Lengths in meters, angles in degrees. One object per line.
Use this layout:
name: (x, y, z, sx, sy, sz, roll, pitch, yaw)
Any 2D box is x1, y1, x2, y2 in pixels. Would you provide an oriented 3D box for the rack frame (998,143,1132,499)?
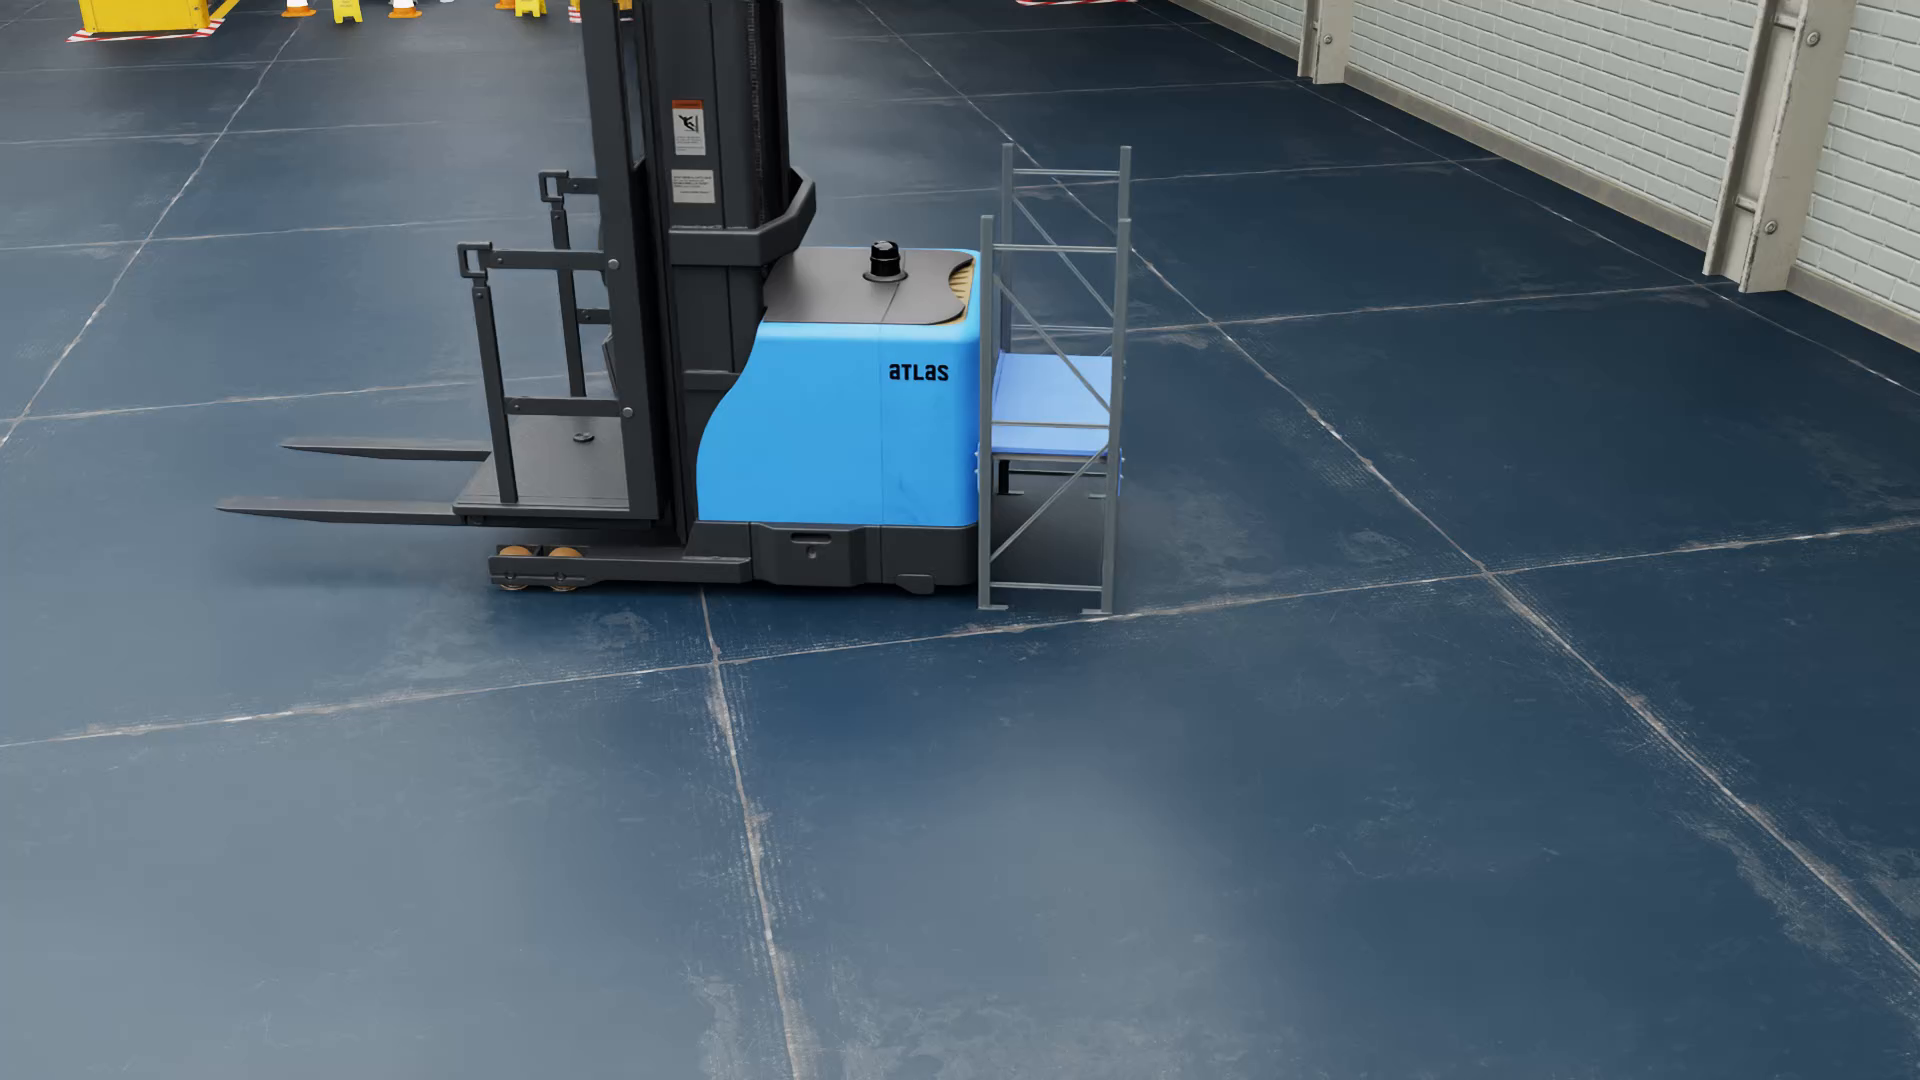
rack frame: (0.415, -0.860, 6.789, 0.500, 1.500, 0.032, 2, 27, 5)

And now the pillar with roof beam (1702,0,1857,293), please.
pillar with roof beam: (0.419, -5.103, 6.873, 9.100, 9.000, 0.400, -6, 27, -12)

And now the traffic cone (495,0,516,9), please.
traffic cone: (-5.002, -6.152, 18.425, 0.336, 0.463, 0.334, -6, 27, -12)

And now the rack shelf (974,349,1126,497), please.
rack shelf: (0.367, -0.471, 6.418, 0.538, 0.185, 1.000, 2, 27, 5)

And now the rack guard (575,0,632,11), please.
rack guard: (-3.665, -6.144, 18.368, 1.175, 0.500, 0.348, -6, 27, -12)

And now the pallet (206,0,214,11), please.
pallet: (-8.704, -5.778, 17.963, 1.003, 0.211, 1.213, -6, 27, -12)

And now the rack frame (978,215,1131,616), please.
rack frame: (0.319, -0.404, 5.885, 0.500, 1.500, 0.032, 2, 27, 5)

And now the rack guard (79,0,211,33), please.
rack guard: (-8.442, -5.553, 17.197, 1.175, 0.500, 0.348, -6, 27, -12)

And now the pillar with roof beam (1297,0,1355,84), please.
pillar with roof beam: (-0.934, -7.737, 12.091, 9.100, 9.000, 0.400, -6, 27, -12)

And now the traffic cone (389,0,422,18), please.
traffic cone: (-6.006, -5.890, 17.906, 0.336, 0.463, 0.334, -6, 27, -12)

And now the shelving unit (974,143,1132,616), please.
shelving unit: (0.367, -0.632, 6.337, 0.538, 1.500, 1.048, 2, 27, 5)

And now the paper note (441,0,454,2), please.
paper note: (-5.800, -6.114, 18.830, 0.148, 0.019, 0.142, -16, 31, -29)

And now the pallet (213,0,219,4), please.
pallet: (-8.976, -6.312, 19.022, 1.003, 0.211, 1.213, -6, 27, -12)

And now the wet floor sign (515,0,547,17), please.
wet floor sign: (-4.647, -5.984, 17.889, 0.267, 0.644, 0.232, 3, 27, 6)

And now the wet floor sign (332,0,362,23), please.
wet floor sign: (-6.512, -5.817, 17.559, 0.267, 0.644, 0.232, -11, 29, -20)

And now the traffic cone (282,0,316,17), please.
traffic cone: (-7.184, -5.924, 17.974, 0.336, 0.463, 0.334, -6, 27, -12)

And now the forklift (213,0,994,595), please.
forklift: (-1.395, -1.346, 6.165, 3.031, 2.935, 1.130, 2, 27, 3)

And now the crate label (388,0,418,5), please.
crate label: (-6.244, -6.083, 18.651, 0.250, 0.136, 0.298, -23, 35, -38)
